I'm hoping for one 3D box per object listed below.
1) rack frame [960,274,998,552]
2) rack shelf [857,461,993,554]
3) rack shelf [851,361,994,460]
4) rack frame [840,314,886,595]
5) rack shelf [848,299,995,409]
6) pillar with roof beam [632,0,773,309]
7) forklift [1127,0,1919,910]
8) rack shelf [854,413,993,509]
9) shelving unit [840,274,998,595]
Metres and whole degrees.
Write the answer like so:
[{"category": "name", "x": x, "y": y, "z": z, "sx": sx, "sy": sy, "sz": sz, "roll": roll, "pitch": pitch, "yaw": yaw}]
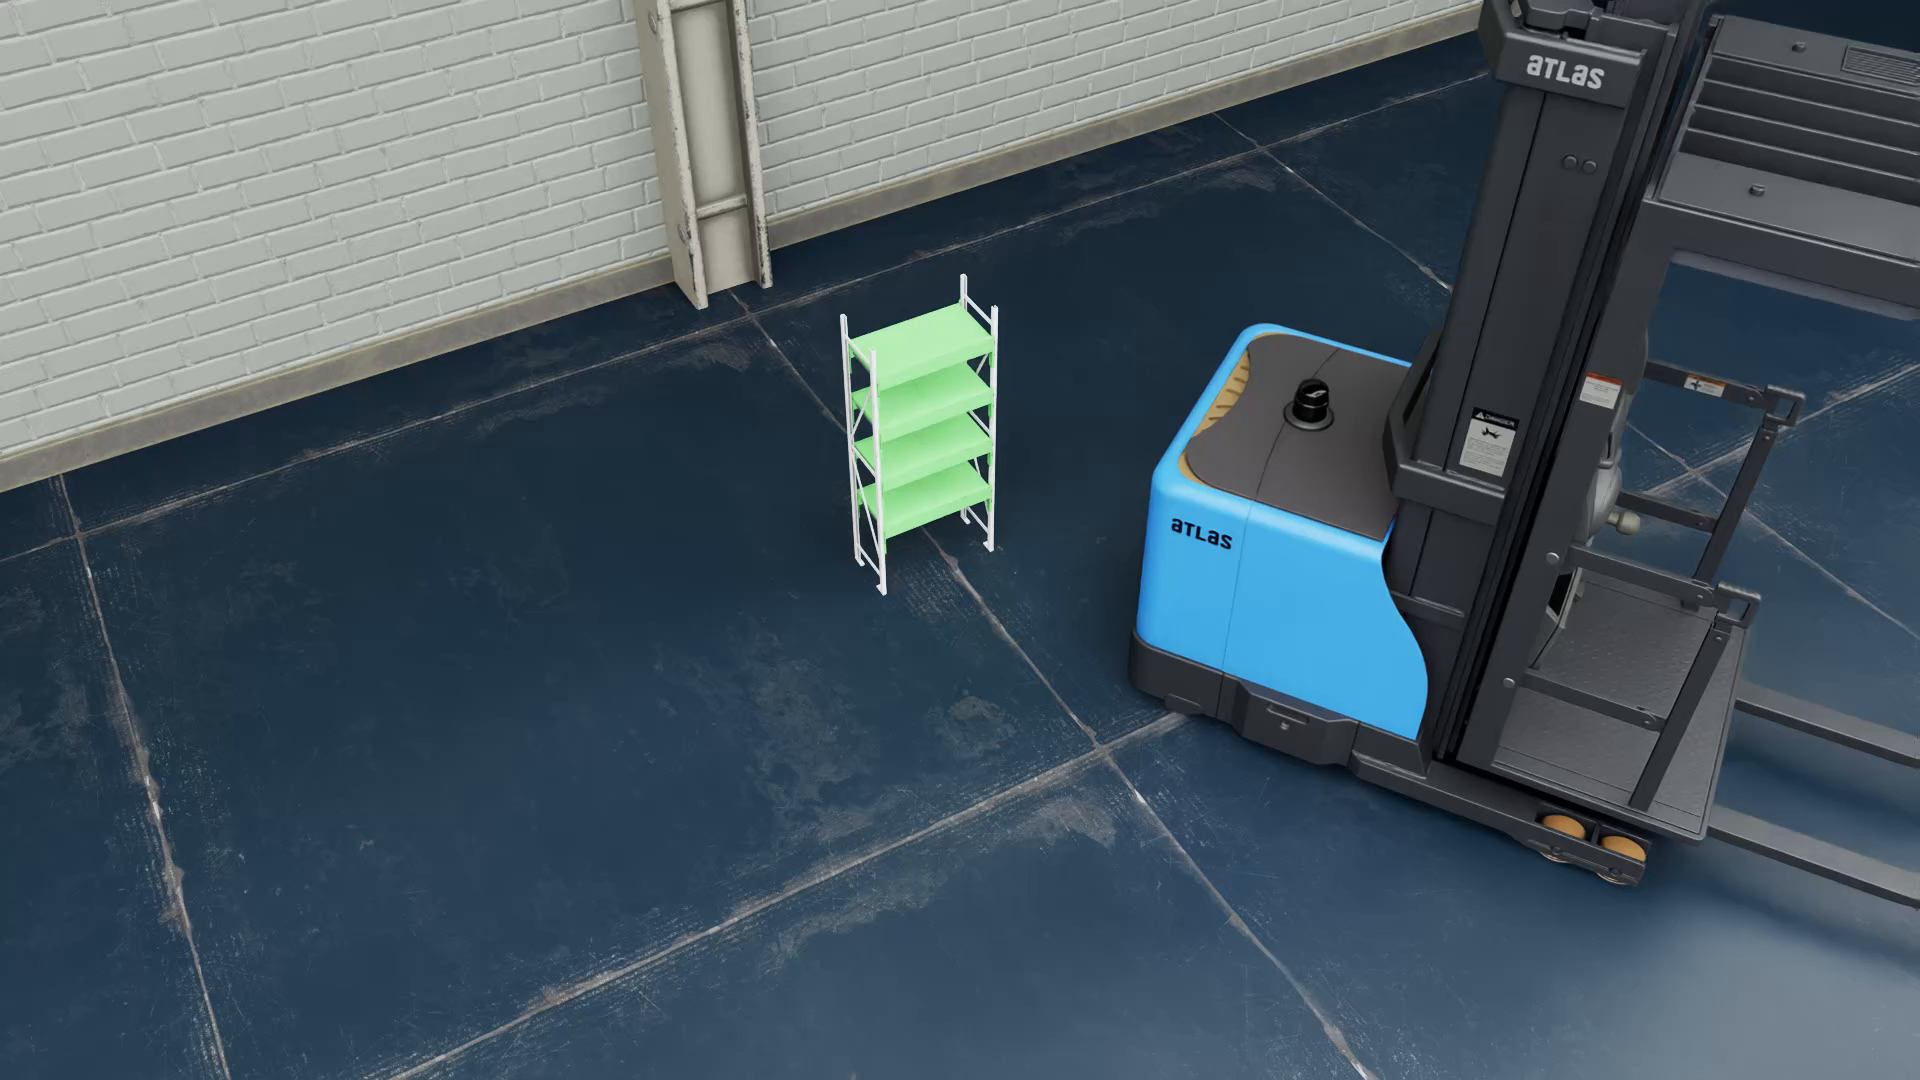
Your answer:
[{"category": "rack frame", "x": 0.068, "y": -0.458, "z": 6.360, "sx": 0.015, "sy": 1.200, "sz": 0.240, "roll": -22, "pitch": 48, "yaw": -21}, {"category": "rack shelf", "x": -0.144, "y": -0.155, "z": 6.485, "sx": 0.480, "sy": 0.148, "sz": 0.258, "roll": -22, "pitch": 48, "yaw": -21}, {"category": "rack shelf", "x": -0.144, "y": -0.499, "z": 6.150, "sx": 0.480, "sy": 0.148, "sz": 0.258, "roll": -22, "pitch": 48, "yaw": -21}, {"category": "rack frame", "x": -0.355, "y": -0.288, "z": 6.186, "sx": 0.015, "sy": 1.200, "sz": 0.240, "roll": -22, "pitch": 48, "yaw": -21}, {"category": "rack shelf", "x": -0.144, "y": -0.672, "z": 5.983, "sx": 0.480, "sy": 0.148, "sz": 0.258, "roll": -22, "pitch": 48, "yaw": -21}, {"category": "pillar with roof beam", "x": 0.998, "y": -1.881, "z": 2.227, "sx": 0.400, "sy": 9.000, "sz": 9.100, "roll": -22, "pitch": 48, "yaw": -21}, {"category": "forklift", "x": 2.169, "y": -0.328, "z": 4.983, "sx": 3.031, "sy": 2.935, "sz": 1.130, "roll": 19, "pitch": 47, "yaw": 19}, {"category": "rack shelf", "x": -0.144, "y": -0.327, "z": 6.317, "sx": 0.480, "sy": 0.148, "sz": 0.258, "roll": -22, "pitch": 48, "yaw": -21}, {"category": "shelving unit", "x": -0.144, "y": -0.373, "z": 6.273, "sx": 0.503, "sy": 1.200, "sz": 0.258, "roll": -22, "pitch": 48, "yaw": -21}]
